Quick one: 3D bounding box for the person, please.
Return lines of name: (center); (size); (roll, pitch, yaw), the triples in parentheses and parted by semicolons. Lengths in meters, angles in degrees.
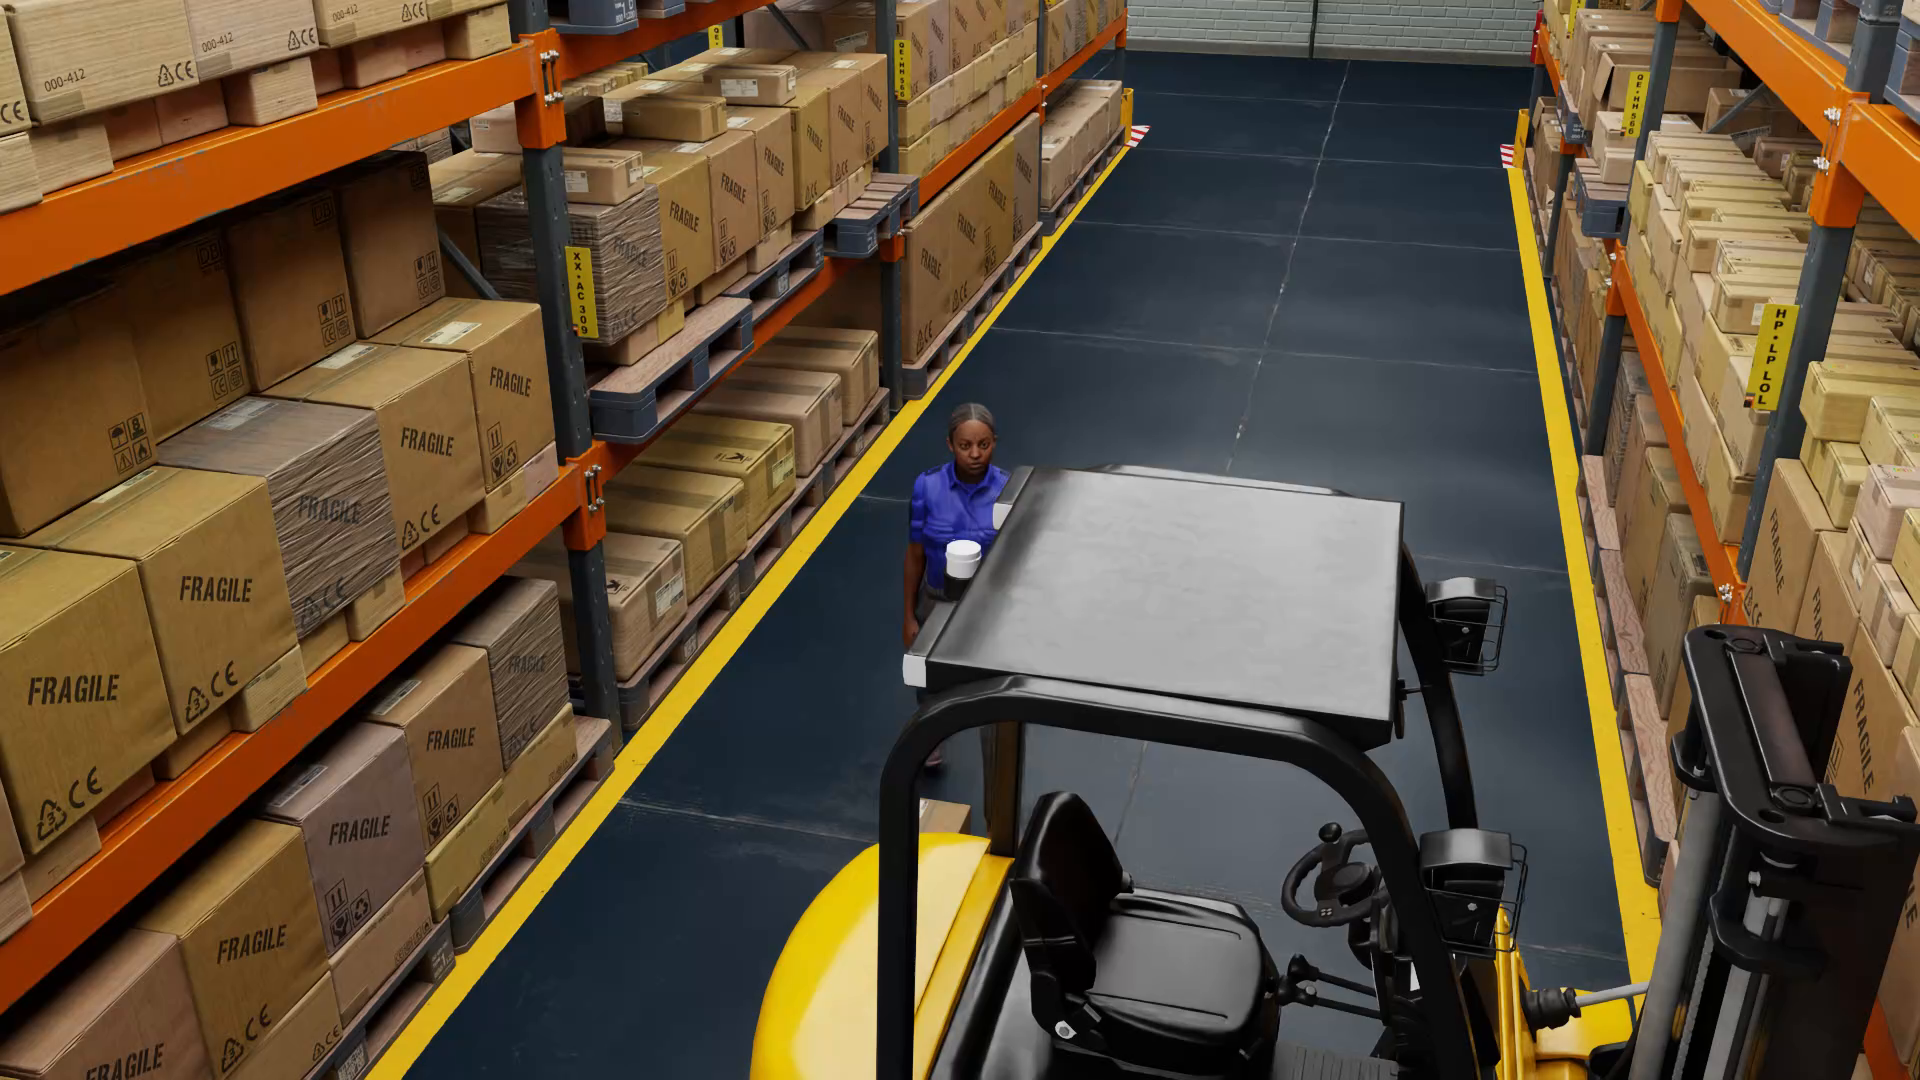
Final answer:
person: (0.022, 0.277, 6.041); (0.471, 1.604, 0.878); (2, 26, 5)
